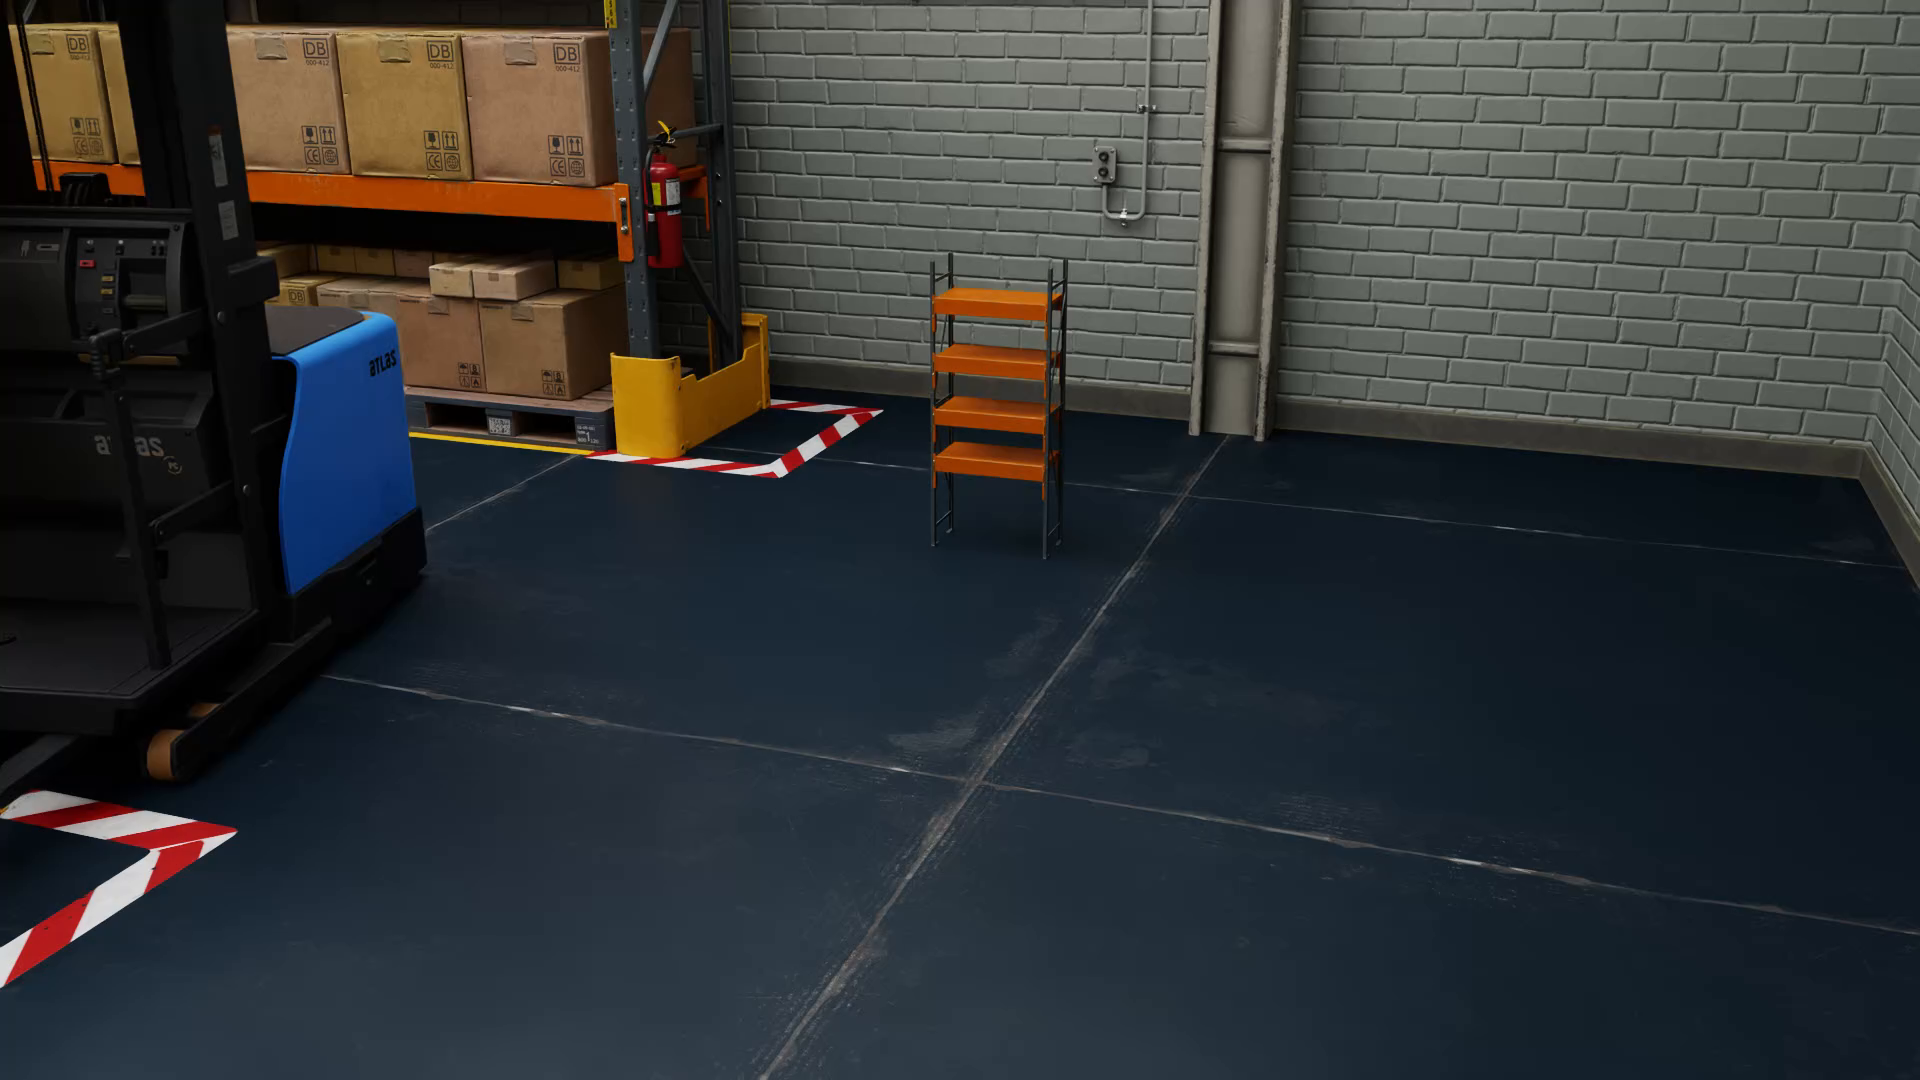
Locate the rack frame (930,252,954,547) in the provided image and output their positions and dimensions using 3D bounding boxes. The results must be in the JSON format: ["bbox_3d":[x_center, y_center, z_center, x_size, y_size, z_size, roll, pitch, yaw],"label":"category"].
[{"bbox_3d":[-0.074,-0.575,6.903,0.015,1.200,0.240,7,20,18],"label":"rack frame"}]

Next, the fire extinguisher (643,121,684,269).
[{"bbox_3d":[-1.417,-1.641,7.910,0.183,0.674,0.296,7,20,18],"label":"fire extinguisher"}]

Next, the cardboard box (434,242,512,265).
[{"bbox_3d":[-2.633,-1.512,9.032,0.250,0.149,0.380,7,20,19],"label":"cardboard box"}]

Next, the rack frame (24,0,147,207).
[{"bbox_3d":[-5.186,-2.445,9.534,0.127,3.000,1.000,7,20,18],"label":"rack frame"}]

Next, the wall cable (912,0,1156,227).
[{"bbox_3d":[0.112,-2.649,8.574,1.851,1.984,0.084,7,20,18],"label":"wall cable"}]

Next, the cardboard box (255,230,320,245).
[{"bbox_3d":[-3.838,-1.650,9.426,0.250,0.149,0.380,6,20,16],"label":"cardboard box"}]

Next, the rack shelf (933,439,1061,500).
[{"bbox_3d":[0.156,-0.298,6.915,0.480,0.148,0.258,7,20,18],"label":"rack shelf"}]

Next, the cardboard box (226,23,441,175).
[{"bbox_3d":[-3.301,-2.367,8.854,0.700,0.700,0.980,6,20,15],"label":"cardboard box"}]

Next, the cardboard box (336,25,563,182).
[{"bbox_3d":[-2.584,-2.282,8.610,0.700,0.700,0.980,6,20,18],"label":"cardboard box"}]

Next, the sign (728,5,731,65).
[{"bbox_3d":[-1.220,-2.631,8.632,0.005,0.325,0.100,7,20,18],"label":"sign"}]

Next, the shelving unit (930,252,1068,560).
[{"bbox_3d":[0.156,-0.549,6.827,0.503,1.200,0.258,7,20,18],"label":"shelving unit"}]

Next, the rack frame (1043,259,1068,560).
[{"bbox_3d":[0.387,-0.522,6.752,0.015,1.200,0.240,7,20,18],"label":"rack frame"}]

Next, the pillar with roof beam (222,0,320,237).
[{"bbox_3d":[-5.654,-4.133,5.261,0.400,9.000,9.100,7,20,18],"label":"pillar with roof beam"}]

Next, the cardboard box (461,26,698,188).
[{"bbox_3d":[-1.893,-2.207,8.394,0.700,0.700,0.980,7,21,21],"label":"cardboard box"}]

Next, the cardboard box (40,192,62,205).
[{"bbox_3d":[-5.843,-1.658,9.904,0.750,0.750,0.750,7,20,19],"label":"cardboard box"}]

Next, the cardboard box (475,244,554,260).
[{"bbox_3d":[-2.397,-1.485,8.954,0.250,0.149,0.380,7,20,18],"label":"cardboard box"}]

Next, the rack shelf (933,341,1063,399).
[{"bbox_3d":[0.156,-0.696,6.776,0.480,0.148,0.258,7,20,18],"label":"rack shelf"}]

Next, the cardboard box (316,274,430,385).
[{"bbox_3d":[-3.050,-1.184,9.075,0.500,0.500,0.700,6,20,16],"label":"cardboard box"}]

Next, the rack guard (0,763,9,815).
[{"bbox_3d":[-3.102,0.700,4.310,0.348,0.500,1.175,7,20,18],"label":"rack guard"}]

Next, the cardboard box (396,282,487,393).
[{"bbox_3d":[-2.575,-1.130,8.920,0.500,0.500,0.700,6,20,18],"label":"cardboard box"}]

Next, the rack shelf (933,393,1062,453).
[{"bbox_3d":[0.156,-0.485,6.850,0.480,0.148,0.258,7,20,18],"label":"rack shelf"}]

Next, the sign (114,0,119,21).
[{"bbox_3d":[-5.006,-3.064,9.874,0.005,0.325,0.100,7,20,18],"label":"sign"}]

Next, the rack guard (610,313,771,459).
[{"bbox_3d":[-1.385,-0.830,8.699,0.348,0.500,1.175,7,20,18],"label":"rack guard"}]

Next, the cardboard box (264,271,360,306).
[{"bbox_3d":[-3.556,-1.239,9.234,0.500,0.500,0.700,7,20,19],"label":"cardboard box"}]

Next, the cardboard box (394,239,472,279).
[{"bbox_3d":[-2.874,-1.540,9.110,0.250,0.149,0.380,7,20,19],"label":"cardboard box"}]

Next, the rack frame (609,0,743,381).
[{"bbox_3d":[-1.408,-2.013,8.295,0.127,3.000,1.000,7,20,18],"label":"rack frame"}]

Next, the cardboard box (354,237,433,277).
[{"bbox_3d":[-3.116,-1.567,9.189,0.250,0.149,0.380,7,20,19],"label":"cardboard box"}]

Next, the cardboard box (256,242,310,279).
[{"bbox_3d":[-3.757,-1.507,9.016,0.250,0.149,0.380,6,20,17],"label":"cardboard box"}]

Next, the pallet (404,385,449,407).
[{"bbox_3d":[-3.337,-0.891,9.311,1.213,0.211,1.003,7,20,18],"label":"pallet"}]

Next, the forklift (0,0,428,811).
[{"bbox_3d":[-2.813,-0.776,4.850,1.130,2.935,3.031,2,19,7],"label":"forklift"}]

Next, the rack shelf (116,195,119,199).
[{"bbox_3d":[-7.076,-2.322,10.272,4.000,0.370,1.077,7,20,18],"label":"rack shelf"}]

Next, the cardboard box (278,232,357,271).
[{"bbox_3d":[-3.600,-1.622,9.347,0.250,0.149,0.380,7,20,19],"label":"cardboard box"}]

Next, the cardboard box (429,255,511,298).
[{"bbox_3d":[-2.525,-1.367,8.614,0.250,0.149,0.380,7,20,20],"label":"cardboard box"}]

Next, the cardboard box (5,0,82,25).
[{"bbox_3d":[-5.535,-3.127,9.717,0.500,0.250,0.500,7,20,20],"label":"cardboard box"}]

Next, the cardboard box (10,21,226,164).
[{"bbox_3d":[-4.679,-2.523,9.302,0.700,0.700,0.980,7,20,19],"label":"cardboard box"}]

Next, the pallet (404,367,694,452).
[{"bbox_3d":[-2.189,-0.758,8.932,1.213,0.211,1.003,7,20,18],"label":"pallet"}]

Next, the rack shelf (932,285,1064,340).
[{"bbox_3d":[0.156,-0.920,6.698,0.480,0.148,0.258,7,20,18],"label":"rack shelf"}]

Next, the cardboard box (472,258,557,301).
[{"bbox_3d":[-2.283,-1.339,8.535,0.250,0.149,0.380,6,20,17],"label":"cardboard box"}]

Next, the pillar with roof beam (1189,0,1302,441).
[{"bbox_3d":[0.014,-3.485,3.402,0.400,9.000,9.100,7,20,18],"label":"pillar with roof beam"}]

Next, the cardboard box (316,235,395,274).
[{"bbox_3d":[-3.355,-1.595,9.268,0.250,0.149,0.380,6,20,17],"label":"cardboard box"}]

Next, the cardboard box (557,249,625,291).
[{"bbox_3d":[-1.918,-1.431,8.798,0.250,0.149,0.380,7,20,18],"label":"cardboard box"}]

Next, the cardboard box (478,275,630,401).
[{"bbox_3d":[-2.102,-1.076,8.765,0.500,0.500,0.700,7,20,18],"label":"cardboard box"}]

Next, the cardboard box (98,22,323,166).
[{"bbox_3d":[-3.992,-2.443,9.071,0.700,0.700,0.980,6,20,17],"label":"cardboard box"}]

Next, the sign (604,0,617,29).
[{"bbox_3d":[-1.599,-2.505,7.585,0.005,0.325,0.100,7,20,18],"label":"sign"}]

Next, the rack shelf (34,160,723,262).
[{"bbox_3d":[-3.297,-1.890,9.033,4.000,0.370,1.077,7,20,18],"label":"rack shelf"}]
